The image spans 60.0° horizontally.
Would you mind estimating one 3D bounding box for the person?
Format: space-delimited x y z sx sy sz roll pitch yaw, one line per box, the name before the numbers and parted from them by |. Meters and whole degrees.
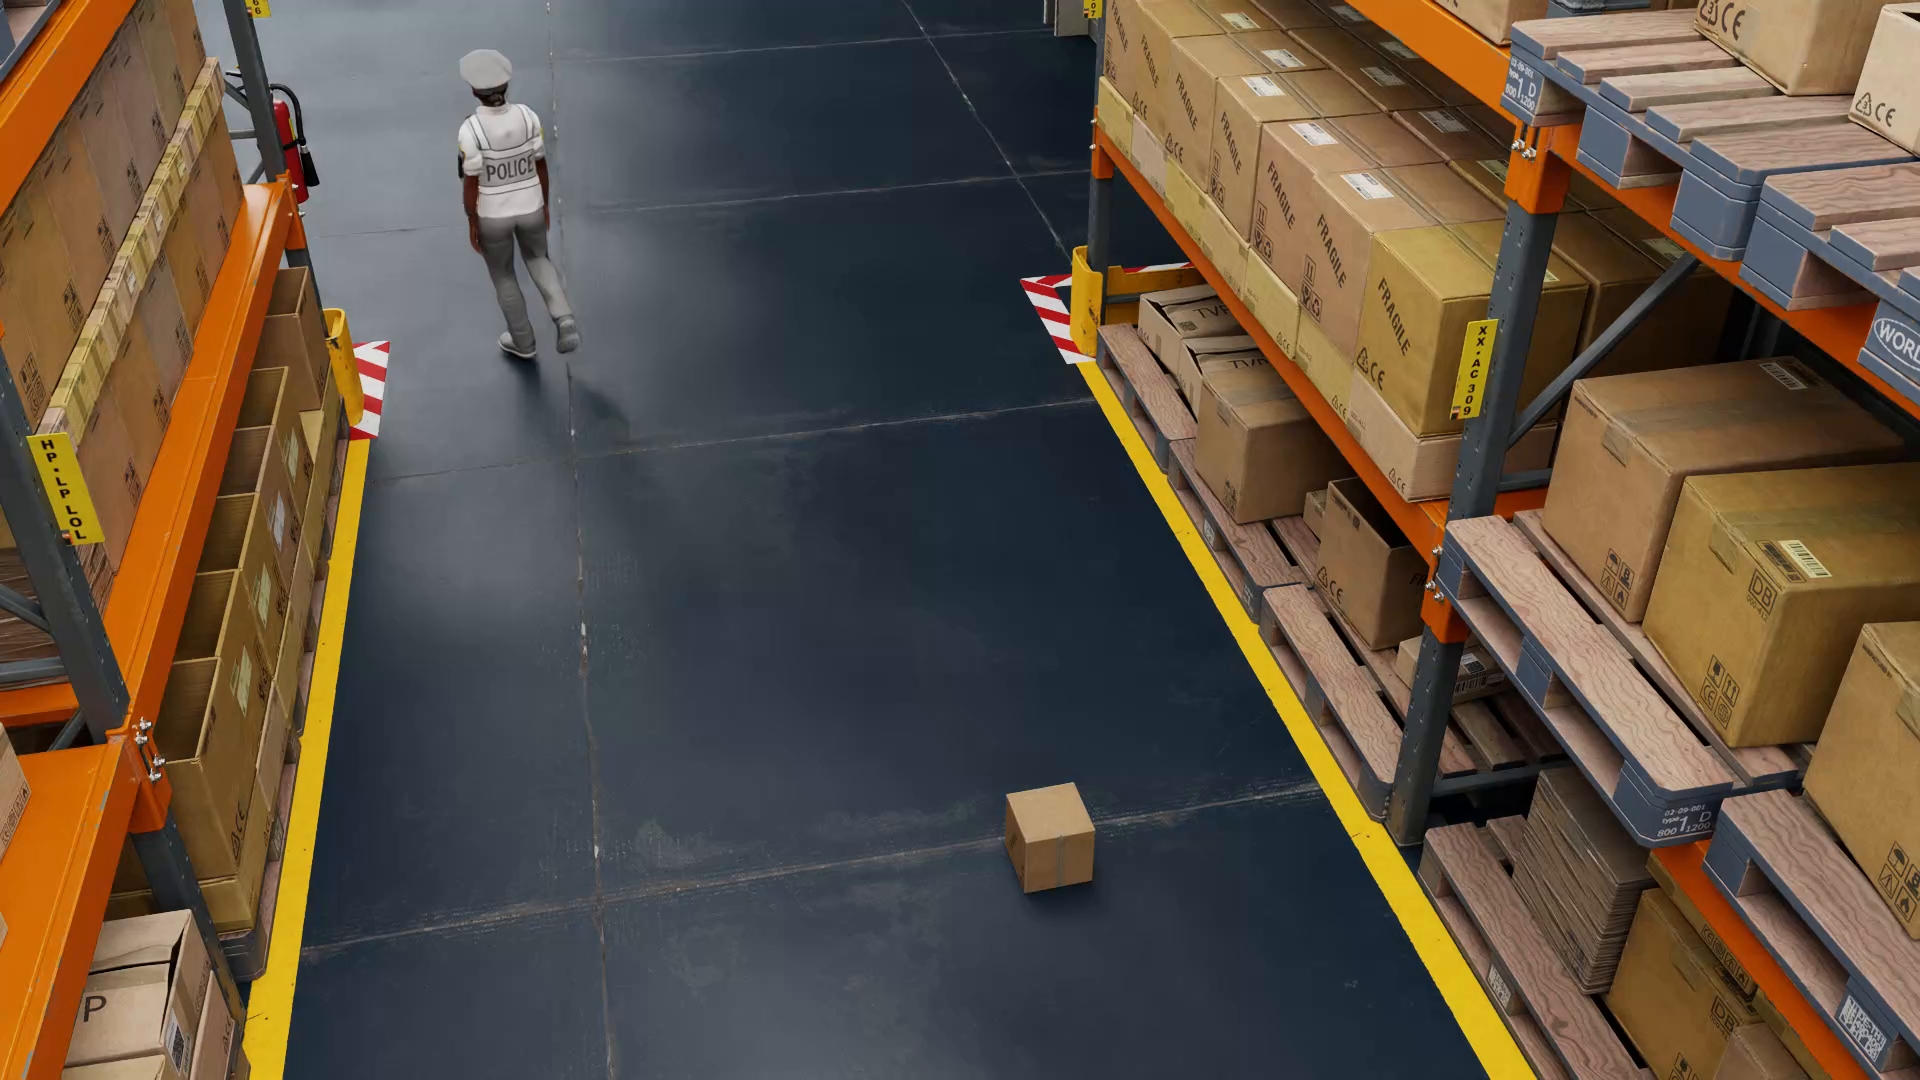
person | -2.300 -1.681 8.520 0.449 1.676 0.549 -24 41 -30
